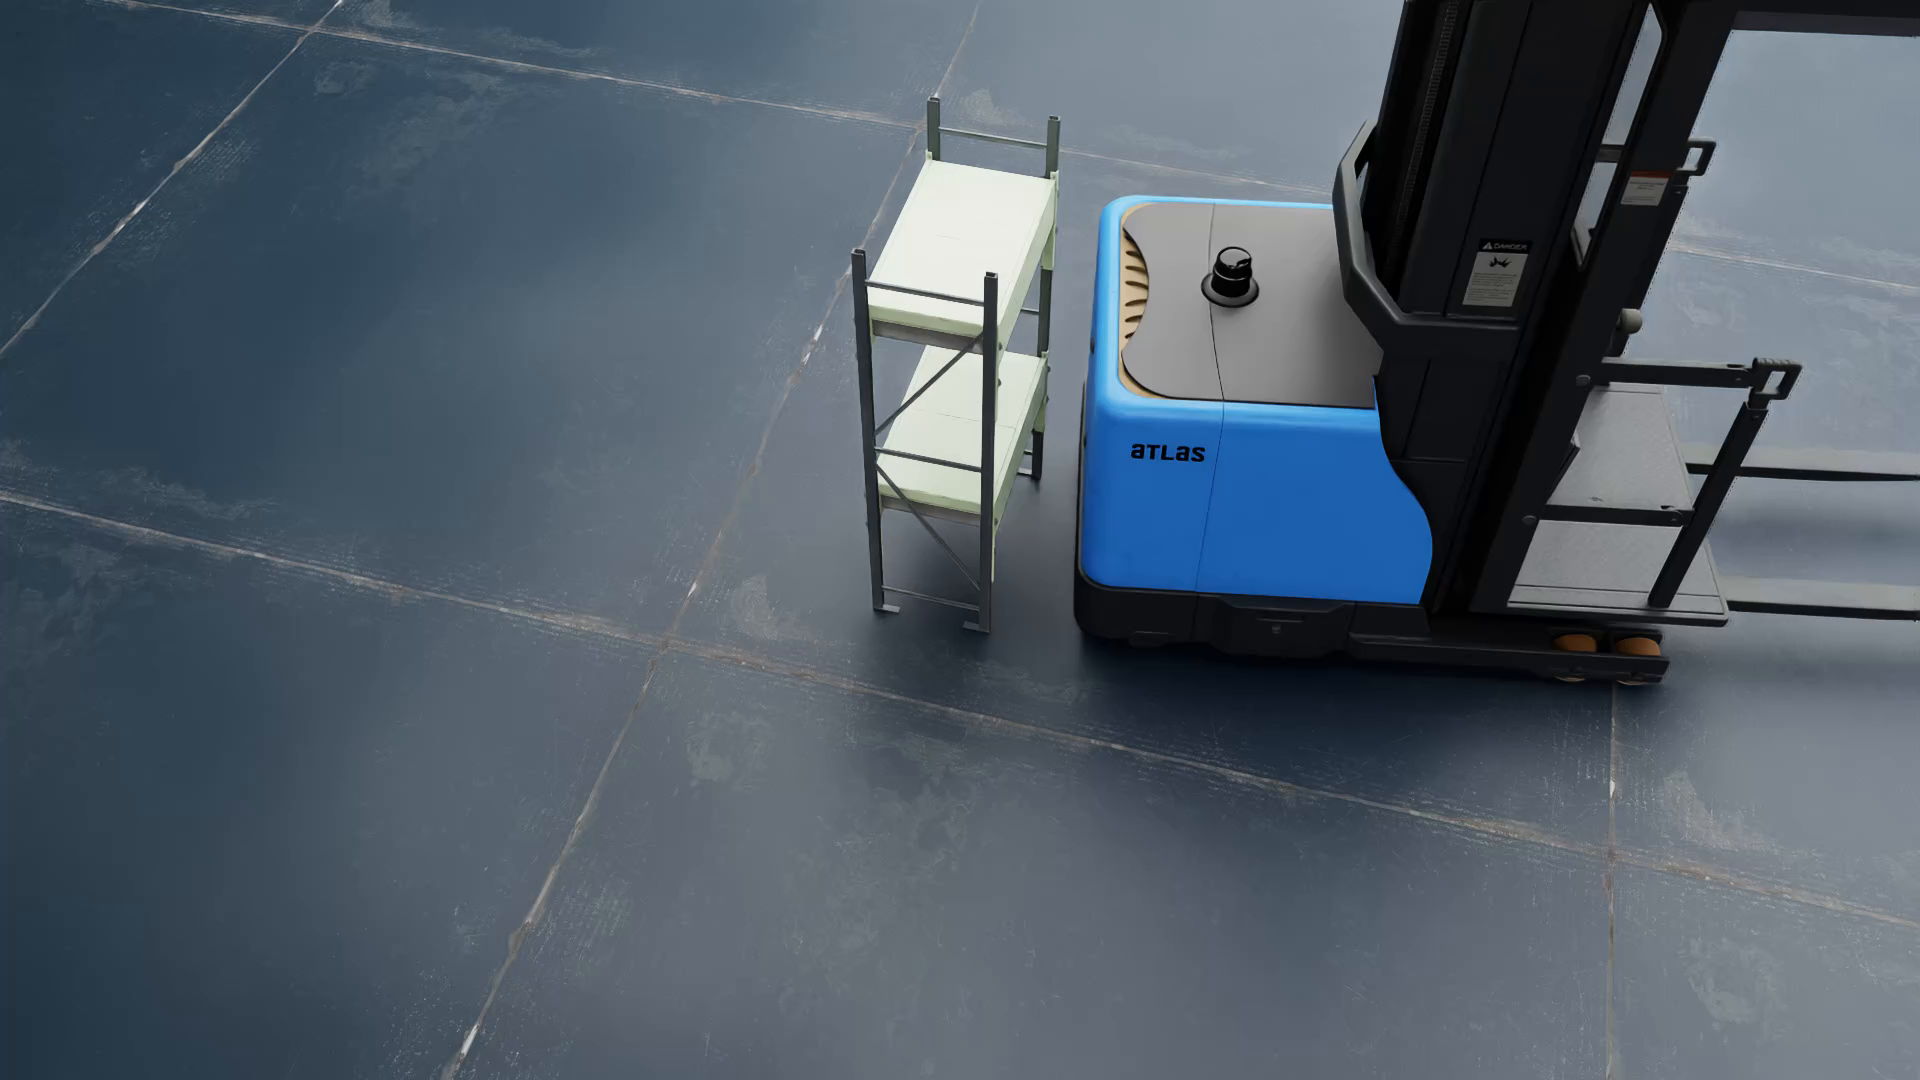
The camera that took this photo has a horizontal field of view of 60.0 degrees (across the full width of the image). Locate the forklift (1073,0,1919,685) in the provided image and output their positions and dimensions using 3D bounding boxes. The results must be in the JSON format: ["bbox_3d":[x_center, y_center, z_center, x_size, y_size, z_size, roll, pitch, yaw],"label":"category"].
[{"bbox_3d":[1.913,-0.921,4.608,3.031,2.935,1.130,3,49,3],"label":"forklift"}]

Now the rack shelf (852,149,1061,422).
[{"bbox_3d":[0.002,-0.759,4.899,0.431,0.370,0.720,12,50,10],"label":"rack shelf"}]

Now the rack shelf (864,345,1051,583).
[{"bbox_3d":[0.002,-0.285,5.436,0.431,0.370,0.720,12,50,10],"label":"rack shelf"}]

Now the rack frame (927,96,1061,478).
[{"bbox_3d":[0.098,-0.766,5.426,0.400,1.500,0.023,12,50,10],"label":"rack frame"}]

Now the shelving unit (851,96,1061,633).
[{"bbox_3d":[0.002,-0.501,5.192,0.431,1.500,0.755,12,50,10],"label":"shelving unit"}]

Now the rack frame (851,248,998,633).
[{"bbox_3d":[-0.095,-0.236,4.958,0.400,1.500,0.023,12,50,10],"label":"rack frame"}]
